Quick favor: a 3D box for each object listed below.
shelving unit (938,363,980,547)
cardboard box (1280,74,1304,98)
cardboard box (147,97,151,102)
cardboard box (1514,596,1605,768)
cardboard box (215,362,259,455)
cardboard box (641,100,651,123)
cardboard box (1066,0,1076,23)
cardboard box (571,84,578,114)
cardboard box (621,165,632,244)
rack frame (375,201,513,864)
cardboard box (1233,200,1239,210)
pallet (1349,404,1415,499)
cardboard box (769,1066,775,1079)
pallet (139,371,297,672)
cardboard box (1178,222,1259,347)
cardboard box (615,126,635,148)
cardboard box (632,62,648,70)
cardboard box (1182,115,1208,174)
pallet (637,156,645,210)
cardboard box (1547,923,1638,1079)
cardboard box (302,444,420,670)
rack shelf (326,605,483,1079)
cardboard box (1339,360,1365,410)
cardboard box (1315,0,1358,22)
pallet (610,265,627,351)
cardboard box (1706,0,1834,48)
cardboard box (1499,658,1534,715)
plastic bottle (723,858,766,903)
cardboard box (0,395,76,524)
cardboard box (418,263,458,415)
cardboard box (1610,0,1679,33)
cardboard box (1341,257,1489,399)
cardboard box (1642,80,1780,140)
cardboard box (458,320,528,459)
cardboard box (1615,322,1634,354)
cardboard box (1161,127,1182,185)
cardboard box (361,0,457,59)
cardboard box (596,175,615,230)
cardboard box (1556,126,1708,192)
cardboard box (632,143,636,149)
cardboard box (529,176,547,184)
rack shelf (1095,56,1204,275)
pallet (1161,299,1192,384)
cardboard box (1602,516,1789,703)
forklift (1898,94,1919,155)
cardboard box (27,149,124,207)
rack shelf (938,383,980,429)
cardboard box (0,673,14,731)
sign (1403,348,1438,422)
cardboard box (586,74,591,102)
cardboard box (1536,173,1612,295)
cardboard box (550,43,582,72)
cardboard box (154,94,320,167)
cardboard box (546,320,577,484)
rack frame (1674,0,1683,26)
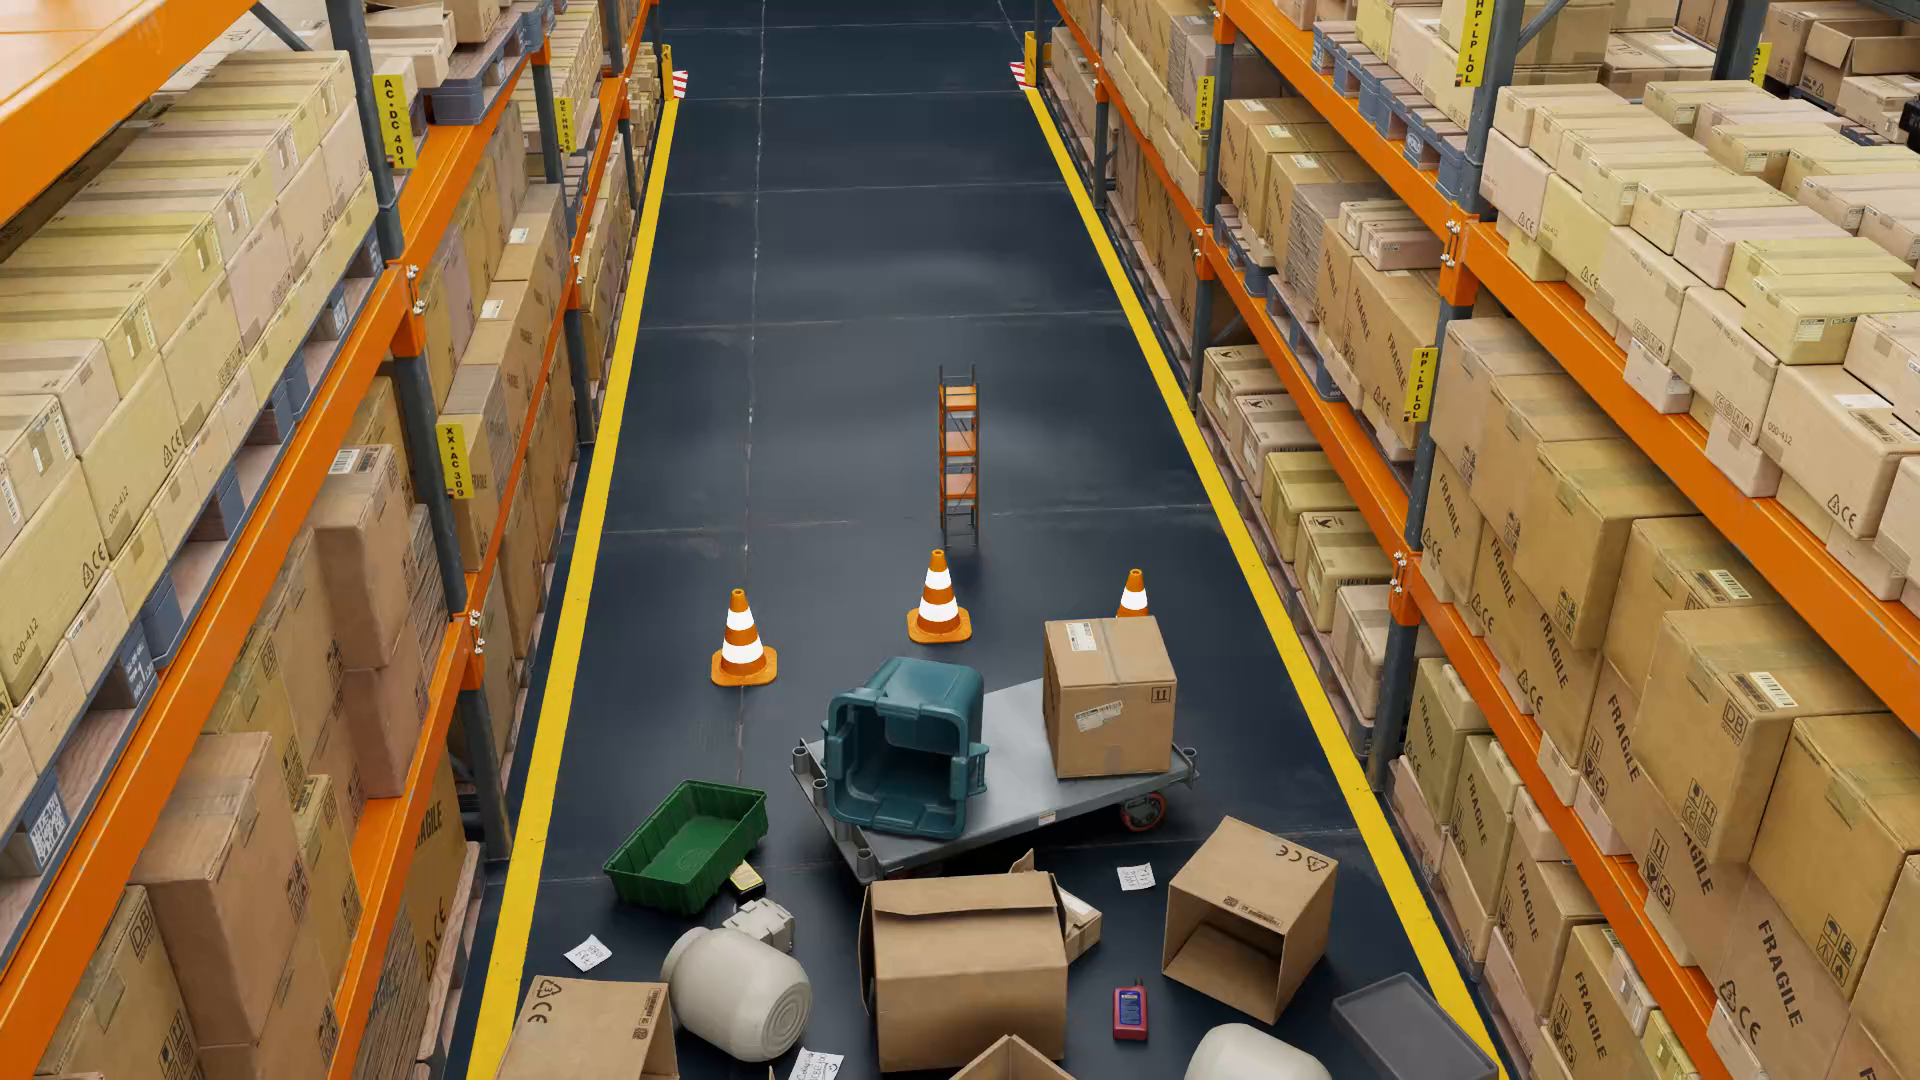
[{"bbox_3d":[-0.005,-0.478,9.527,0.215,1.050,0.252,-3,31,-5],"label":"shelving unit"},{"bbox_3d":[2.244,-2.936,10.668,0.500,0.500,0.500,-4,31,-6],"label":"cardboard box"},{"bbox_3d":[-8.428,-4.756,16.449,0.875,0.875,0.875,-3,31,-5],"label":"cardboard box"},{"bbox_3d":[2.288,0.421,5.732,0.500,0.500,0.500,-3,31,-5],"label":"cardboard box"},{"bbox_3d":[-2.003,-0.323,4.179,0.380,0.149,0.250,-3,31,-5],"label":"cardboard box"},{"bbox_3d":[-3.116,-4.025,15.643,0.380,0.149,0.250,-2,31,-4],"label":"cardboard box"},{"bbox_3d":[1.260,-5.029,15.147,0.500,0.500,0.500,-3,31,-5],"label":"cardboard box"},{"bbox_3d":[-2.840,-3.026,11.436,0.380,0.149,0.250,-3,31,-5],"label":"cardboard box"},{"bbox_3d":[-2.926,-2.696,13.366,0.500,0.500,0.500,-3,31,-6],"label":"cardboard box"},{"bbox_3d":[-2.499,0.130,6.607,1.000,3.000,0.127,-3,31,-5],"label":"rack frame"},{"bbox_3d":[1.892,-2.098,10.173,0.380,0.149,0.250,-4,31,-7],"label":"cardboard box"},{"bbox_3d":[2.494,-0.473,7.804,1.003,0.211,1.213,-3,31,-5],"label":"pallet"},{"bbox_3d":[-0.505,2.093,5.986,0.396,0.266,0.258,2,31,4],"label":"cardboard box"},{"bbox_3d":[-2.322,-0.080,4.120,1.003,0.211,1.213,-3,31,-5],"label":"pallet"},{"bbox_3d":[2.065,-1.825,11.543,0.875,0.875,0.875,-3,31,-5],"label":"cardboard box"},{"bbox_3d":[-3.039,-3.495,14.467,0.380,0.149,0.250,-1,31,-2],"label":"cardboard box"},{"bbox_3d":[-3.240,-4.558,16.246,0.380,0.149,0.250,-4,31,-7],"label":"cardboard box"},{"bbox_3d":[1.748,-2.586,10.813,0.500,0.250,0.500,-3,31,-5],"label":"cardboard box"},{"bbox_3d":[-3.344,-3.098,14.731,1.003,0.211,1.213,-3,31,-5],"label":"pallet"},{"bbox_3d":[2.367,1.641,5.618,0.500,0.500,0.500,-3,31,-6],"label":"cardboard box"},{"bbox_3d":[-2.331,0.067,5.513,0.875,0.550,0.550,-3,31,-5],"label":"cardboard box"},{"bbox_3d":[-2.312,1.460,5.082,1.077,0.370,4.000,-3,31,-5],"label":"rack shelf"},{"bbox_3d":[2.030,-0.746,7.909,0.380,0.149,0.250,-3,31,-5],"label":"cardboard box"},{"bbox_3d":[2.217,-2.755,8.412,0.797,0.503,0.637,-3,31,-5],"label":"cardboard box"},{"bbox_3d":[-3.055,-1.735,12.449,1.003,0.211,1.213,-3,31,-5],"label":"pallet"},{"bbox_3d":[6.485,-4.184,13.322,0.700,0.500,0.500,-2,31,-4],"label":"cardboard box"},{"bbox_3d":[2.249,0.514,6.209,0.380,0.149,0.250,-2,31,-3],"label":"cardboard box"},{"bbox_3d":[-0.970,1.460,7.245,0.133,0.061,0.283,-20,36,-30],"label":"plastic bottle"},{"bbox_3d":[-1.909,-0.146,3.105,0.380,0.149,0.250,-2,31,-4],"label":"cardboard box"},{"bbox_3d":[-2.601,-0.858,7.188,0.700,0.500,0.500,-3,31,-5],"label":"cardboard box"},{"bbox_3d":[2.708,-2.348,7.080,0.500,0.250,0.500,-3,31,-6],"label":"cardboard box"},{"bbox_3d":[2.101,-0.987,7.681,0.500,0.500,0.500,-3,31,-4],"label":"cardboard box"},{"bbox_3d":[2.667,-1.529,5.928,0.380,0.149,0.250,-2,31,-4],"label":"cardboard box"},{"bbox_3d":[-2.372,-0.707,7.911,0.500,0.500,0.500,-3,31,-5],"label":"cardboard box"},{"bbox_3d":[2.305,-0.643,5.222,0.380,0.149,0.250,-4,31,-6],"label":"cardboard box"},{"bbox_3d":[1.677,-2.642,11.395,0.500,0.250,0.500,-2,31,-4],"label":"cardboard box"},{"bbox_3d":[-2.463,-2.289,7.355,0.396,0.266,0.258,-3,31,-5],"label":"cardboard box"},{"bbox_3d":[-2.827,-2.483,12.278,0.500,0.250,0.500,-4,31,-7],"label":"cardboard box"},{"bbox_3d":[2.194,-1.238,5.439,0.380,0.149,0.250,-4,31,-6],"label":"cardboard box"},{"bbox_3d":[-3.134,-3.499,15.054,0.380,0.149,0.250,-3,31,-6],"label":"cardboard box"},{"bbox_3d":[-2.713,-2.223,10.381,0.380,0.149,0.250,-3,31,-5],"label":"cardboard box"},{"bbox_3d":[1.859,-2.913,12.403,1.077,0.370,4.000,-3,31,-5],"label":"rack shelf"},{"bbox_3d":[2.048,-1.410,11.904,1.003,0.211,1.213,-3,31,-5],"label":"pallet"},{"bbox_3d":[2.430,0.258,5.030,0.700,0.500,0.500,-3,31,-5],"label":"cardboard box"},{"bbox_3d":[4.930,-0.559,7.828,1.130,2.935,3.031,-3,31,-5],"label":"forklift"},{"bbox_3d":[-2.683,-0.923,4.795,0.500,0.250,0.500,-3,31,-5],"label":"cardboard box"},{"bbox_3d":[-0.005,-0.713,9.386,0.215,0.259,0.240,-3,31,-5],"label":"rack shelf"},{"bbox_3d":[-1.915,0.339,2.681,0.500,0.250,0.500,-3,31,-5],"label":"cardboard box"},{"bbox_3d":[1.868,-0.627,6.746,0.100,0.325,0.005,-3,31,-5],"label":"sign"},{"bbox_3d":[-2.911,-3.304,12.191,0.380,0.149,0.250,-4,31,-7],"label":"cardboard box"},{"bbox_3d":[2.246,-1.009,5.445,0.500,0.250,0.500,-3,31,-5],"label":"cardboard box"},{"bbox_3d":[-2.893,-3.421,11.807,0.380,0.149,0.250,-4,31,-7],"label":"cardboard box"},{"bbox_3d":[-2.101,-1.187,4.847,0.380,0.149,0.250,-3,31,-5],"label":"cardboard box"},{"bbox_3d":[-2.905,-0.811,9.967,1.050,0.750,0.750,-3,31,-5],"label":"cardboard box"},{"bbox_3d":[6.614,-4.483,14.330,1.000,3.000,0.127,-3,31,-5],"label":"rack frame"}]
